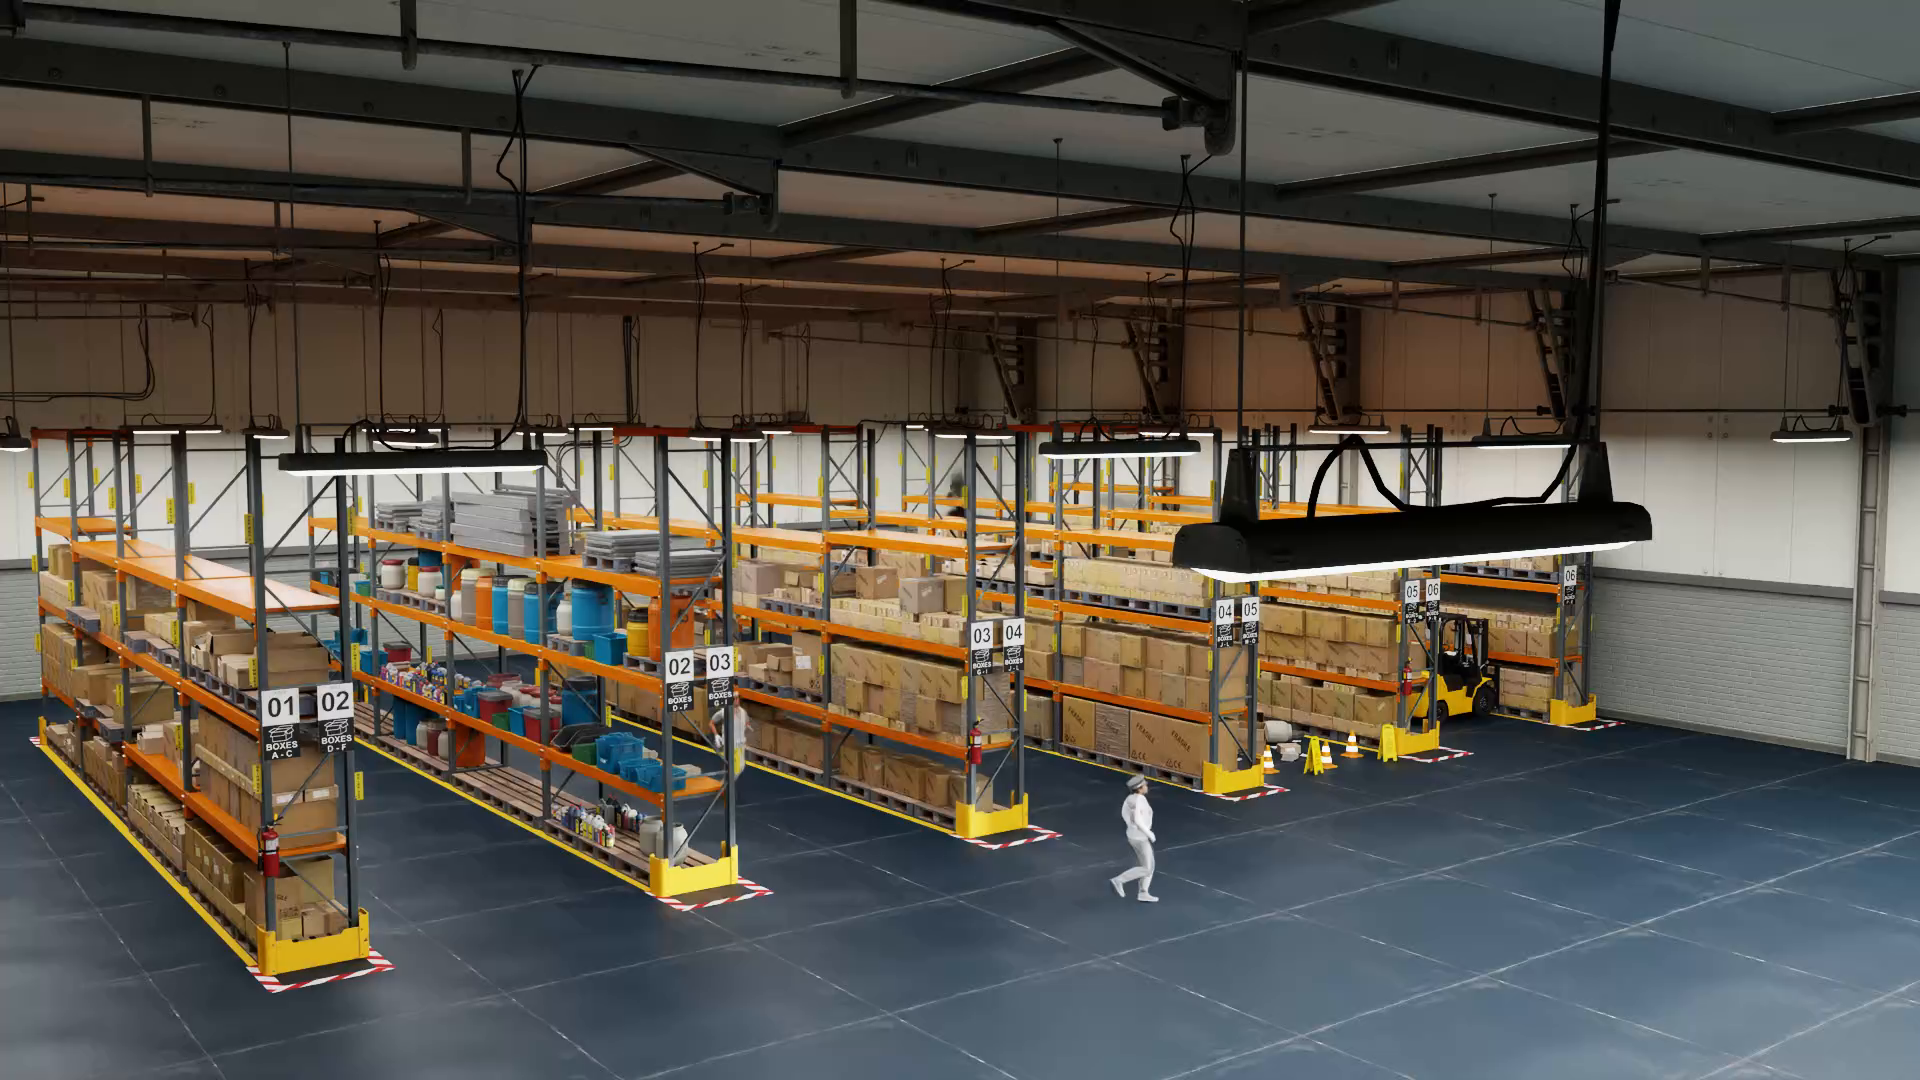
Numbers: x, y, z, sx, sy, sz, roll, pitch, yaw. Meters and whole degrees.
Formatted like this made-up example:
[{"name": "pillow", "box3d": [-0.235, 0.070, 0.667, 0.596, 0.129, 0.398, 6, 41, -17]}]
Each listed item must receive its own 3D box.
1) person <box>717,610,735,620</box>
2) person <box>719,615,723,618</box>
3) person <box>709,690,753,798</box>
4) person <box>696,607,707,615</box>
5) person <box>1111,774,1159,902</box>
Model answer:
[{"name": "person", "box3d": [-5.854, 2.309, 41.270, 0.599, 1.592, 0.770, 3, 6, 37]}, {"name": "person", "box3d": [-5.449, 2.524, 38.144, 0.597, 1.604, 0.746, -2, 5, -23]}, {"name": "person", "box3d": [-3.638, 3.322, 26.951, 0.690, 1.774, 0.641, 4, 6, 38]}, {"name": "person", "box3d": [-6.478, 2.278, 40.983, 0.832, 1.726, 0.800, -2, 5, -29]}, {"name": "person", "box3d": [2.243, 3.836, 21.345, 0.648, 1.670, 0.627, -1, 5, -9]}]
